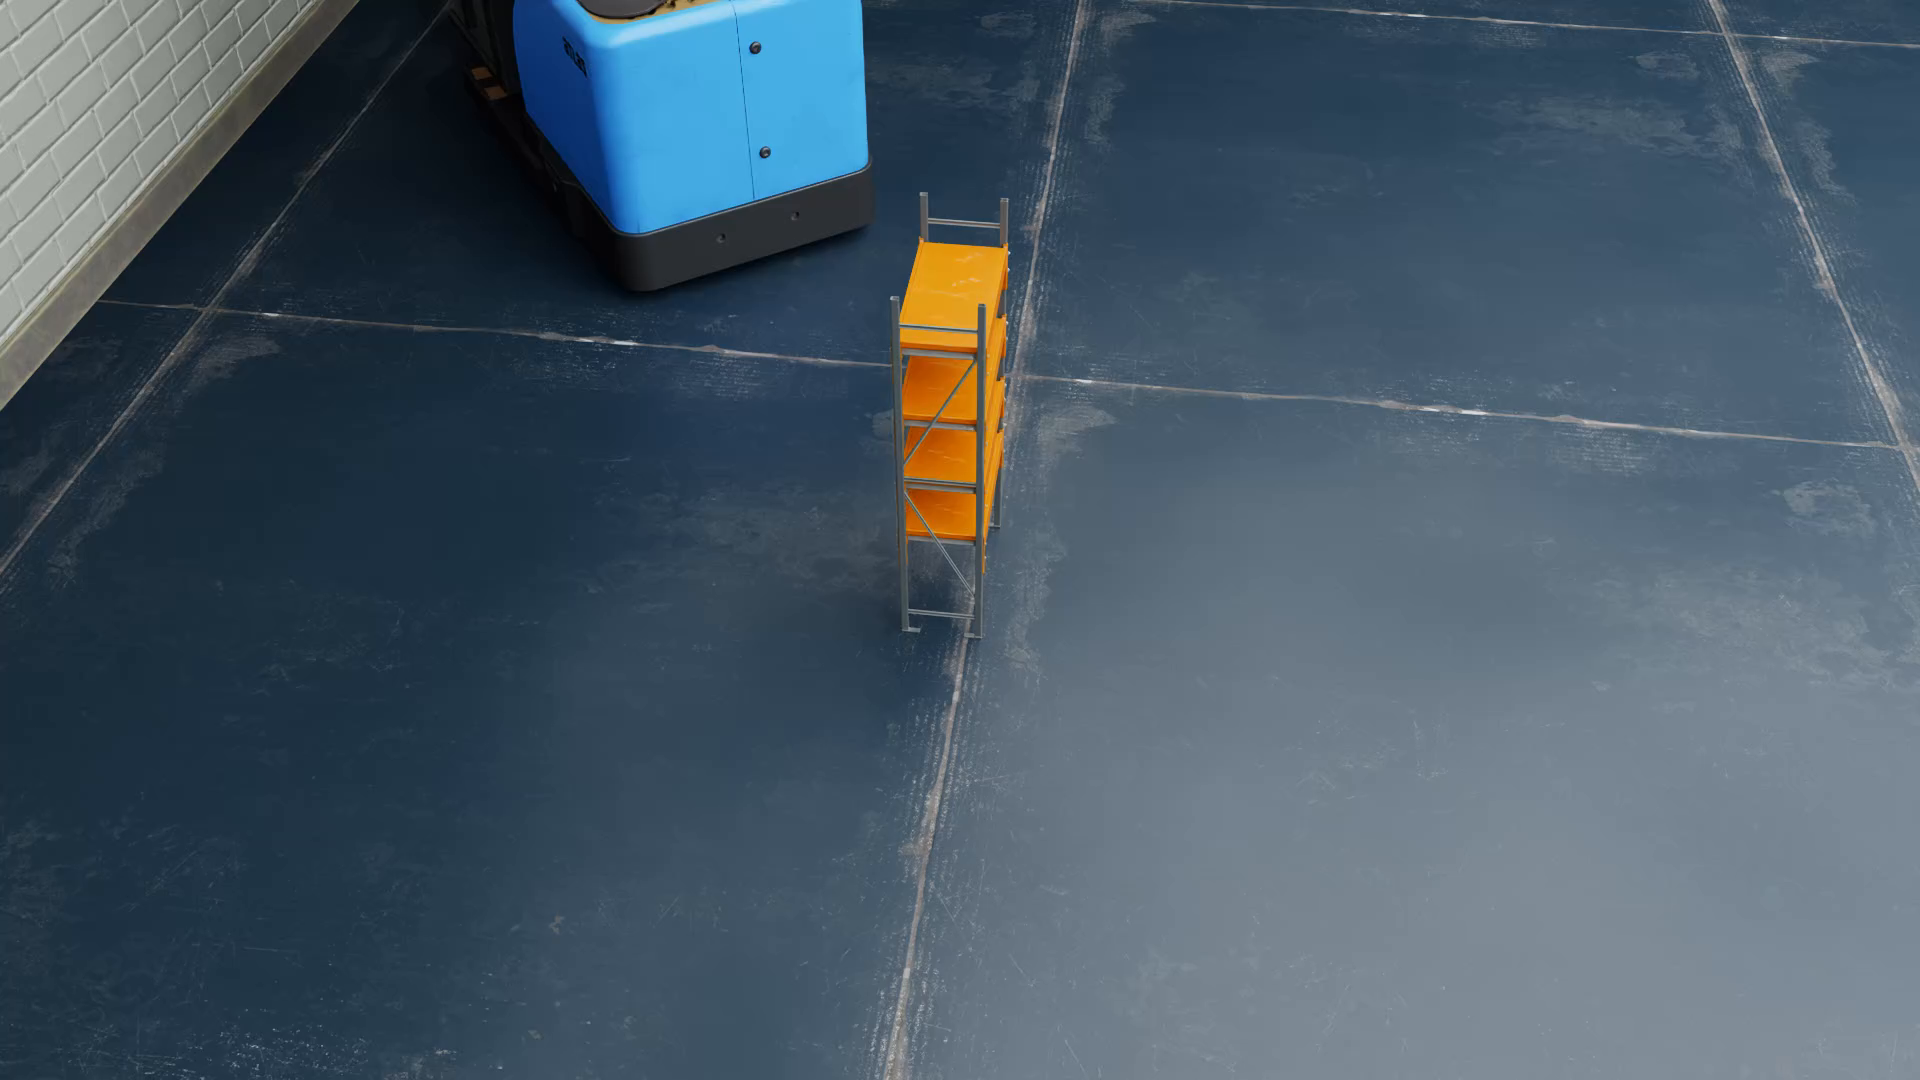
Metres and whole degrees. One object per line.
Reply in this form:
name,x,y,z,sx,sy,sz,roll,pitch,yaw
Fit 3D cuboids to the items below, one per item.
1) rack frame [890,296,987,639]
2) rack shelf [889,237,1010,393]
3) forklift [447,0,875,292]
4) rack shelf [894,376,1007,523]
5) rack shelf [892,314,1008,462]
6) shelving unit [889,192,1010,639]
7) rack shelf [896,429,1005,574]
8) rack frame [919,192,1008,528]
rack frame,-0.054,-0.157,4.543,0.240,1.200,0.015,5,44,6
rack shelf,-0.022,-0.608,4.448,0.258,0.148,0.480,5,44,6
forklift,-1.499,-2.980,6.266,1.130,2.935,3.031,-21,47,-21
rack shelf,-0.022,-0.274,4.765,0.258,0.148,0.480,5,44,6
rack shelf,-0.022,-0.436,4.611,0.258,0.148,0.480,5,44,6
shelving unit,-0.022,-0.323,4.718,0.258,1.200,0.503,5,44,6
rack shelf,-0.022,-0.130,4.901,0.258,0.148,0.480,5,44,6
rack frame,0.010,-0.489,4.894,0.240,1.200,0.015,5,44,6
